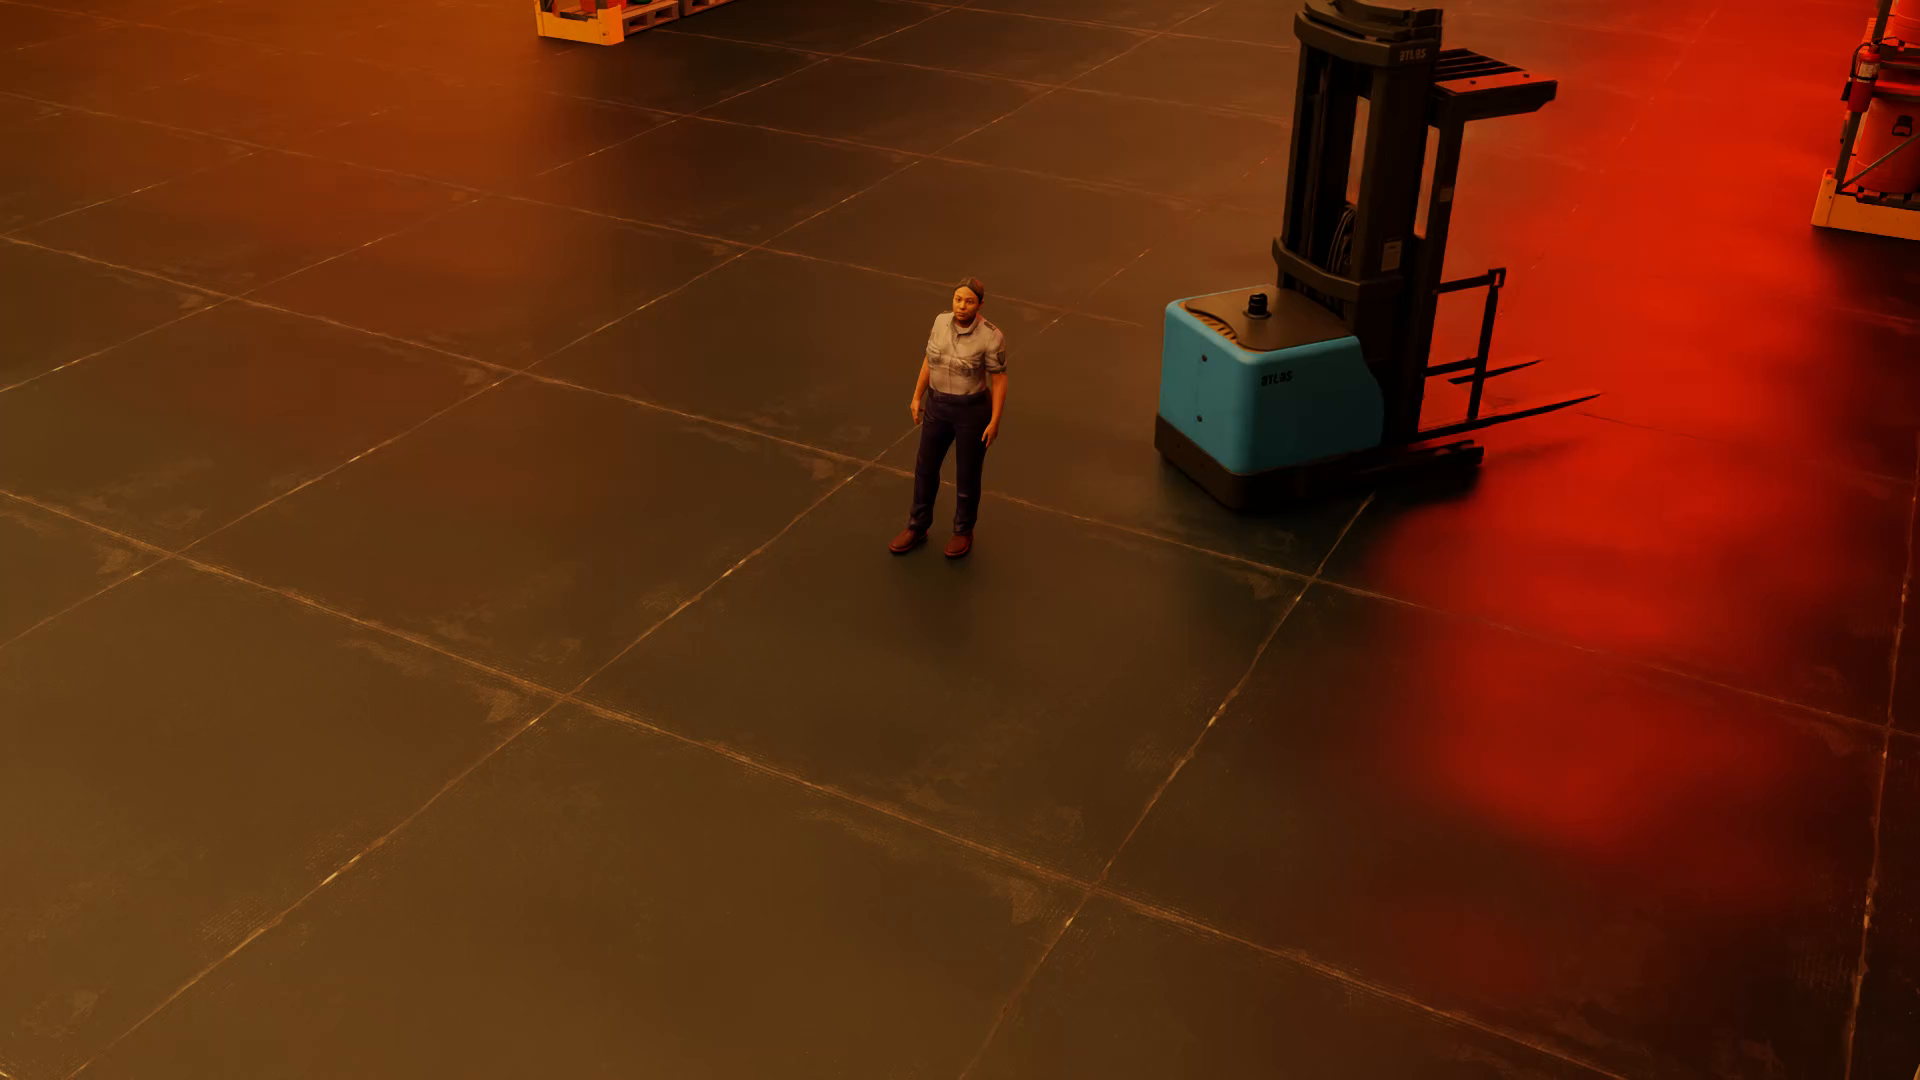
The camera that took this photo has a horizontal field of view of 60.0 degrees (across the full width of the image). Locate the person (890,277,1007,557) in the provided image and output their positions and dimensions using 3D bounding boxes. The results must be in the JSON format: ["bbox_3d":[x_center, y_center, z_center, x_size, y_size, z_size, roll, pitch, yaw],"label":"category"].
[{"bbox_3d":[-0.063,-0.687,9.529,0.598,1.651,0.503,15,33,25],"label":"person"}]

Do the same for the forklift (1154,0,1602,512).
[{"bbox_3d":[2.841,-1.921,10.400,3.031,2.935,1.130,-12,32,-20],"label":"forklift"}]
